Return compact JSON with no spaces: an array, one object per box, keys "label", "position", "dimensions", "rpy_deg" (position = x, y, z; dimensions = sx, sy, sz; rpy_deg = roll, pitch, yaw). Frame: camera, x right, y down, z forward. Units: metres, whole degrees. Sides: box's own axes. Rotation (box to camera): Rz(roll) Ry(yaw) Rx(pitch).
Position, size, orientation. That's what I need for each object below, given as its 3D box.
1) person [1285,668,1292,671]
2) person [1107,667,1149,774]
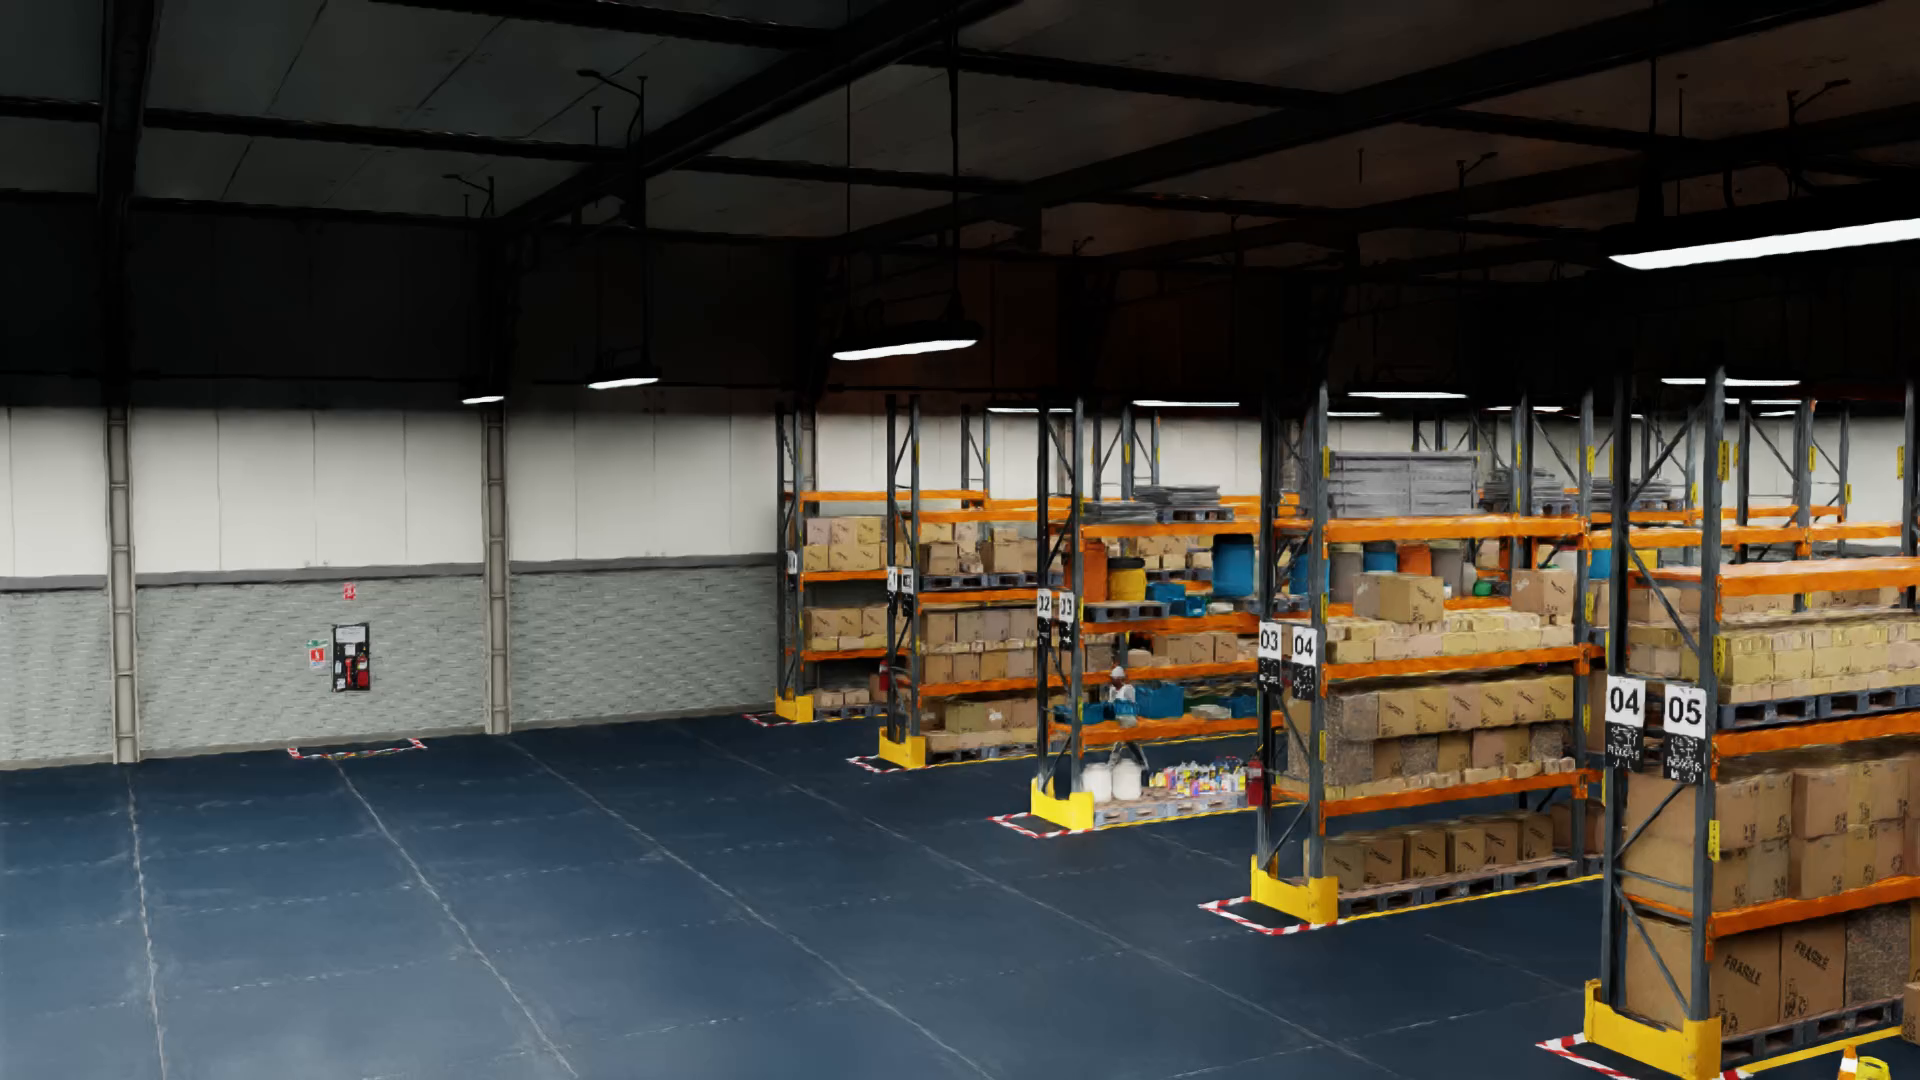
[{"label":"person","position":[6.862,2.424,33.841],"dimensions":[0.534,1.671,0.677],"rpy_deg":[-2,4,-30]},{"label":"person","position":[2.502,2.829,25.975],"dimensions":[1.122,1.706,0.566],"rpy_deg":[-2,4,-26]}]
